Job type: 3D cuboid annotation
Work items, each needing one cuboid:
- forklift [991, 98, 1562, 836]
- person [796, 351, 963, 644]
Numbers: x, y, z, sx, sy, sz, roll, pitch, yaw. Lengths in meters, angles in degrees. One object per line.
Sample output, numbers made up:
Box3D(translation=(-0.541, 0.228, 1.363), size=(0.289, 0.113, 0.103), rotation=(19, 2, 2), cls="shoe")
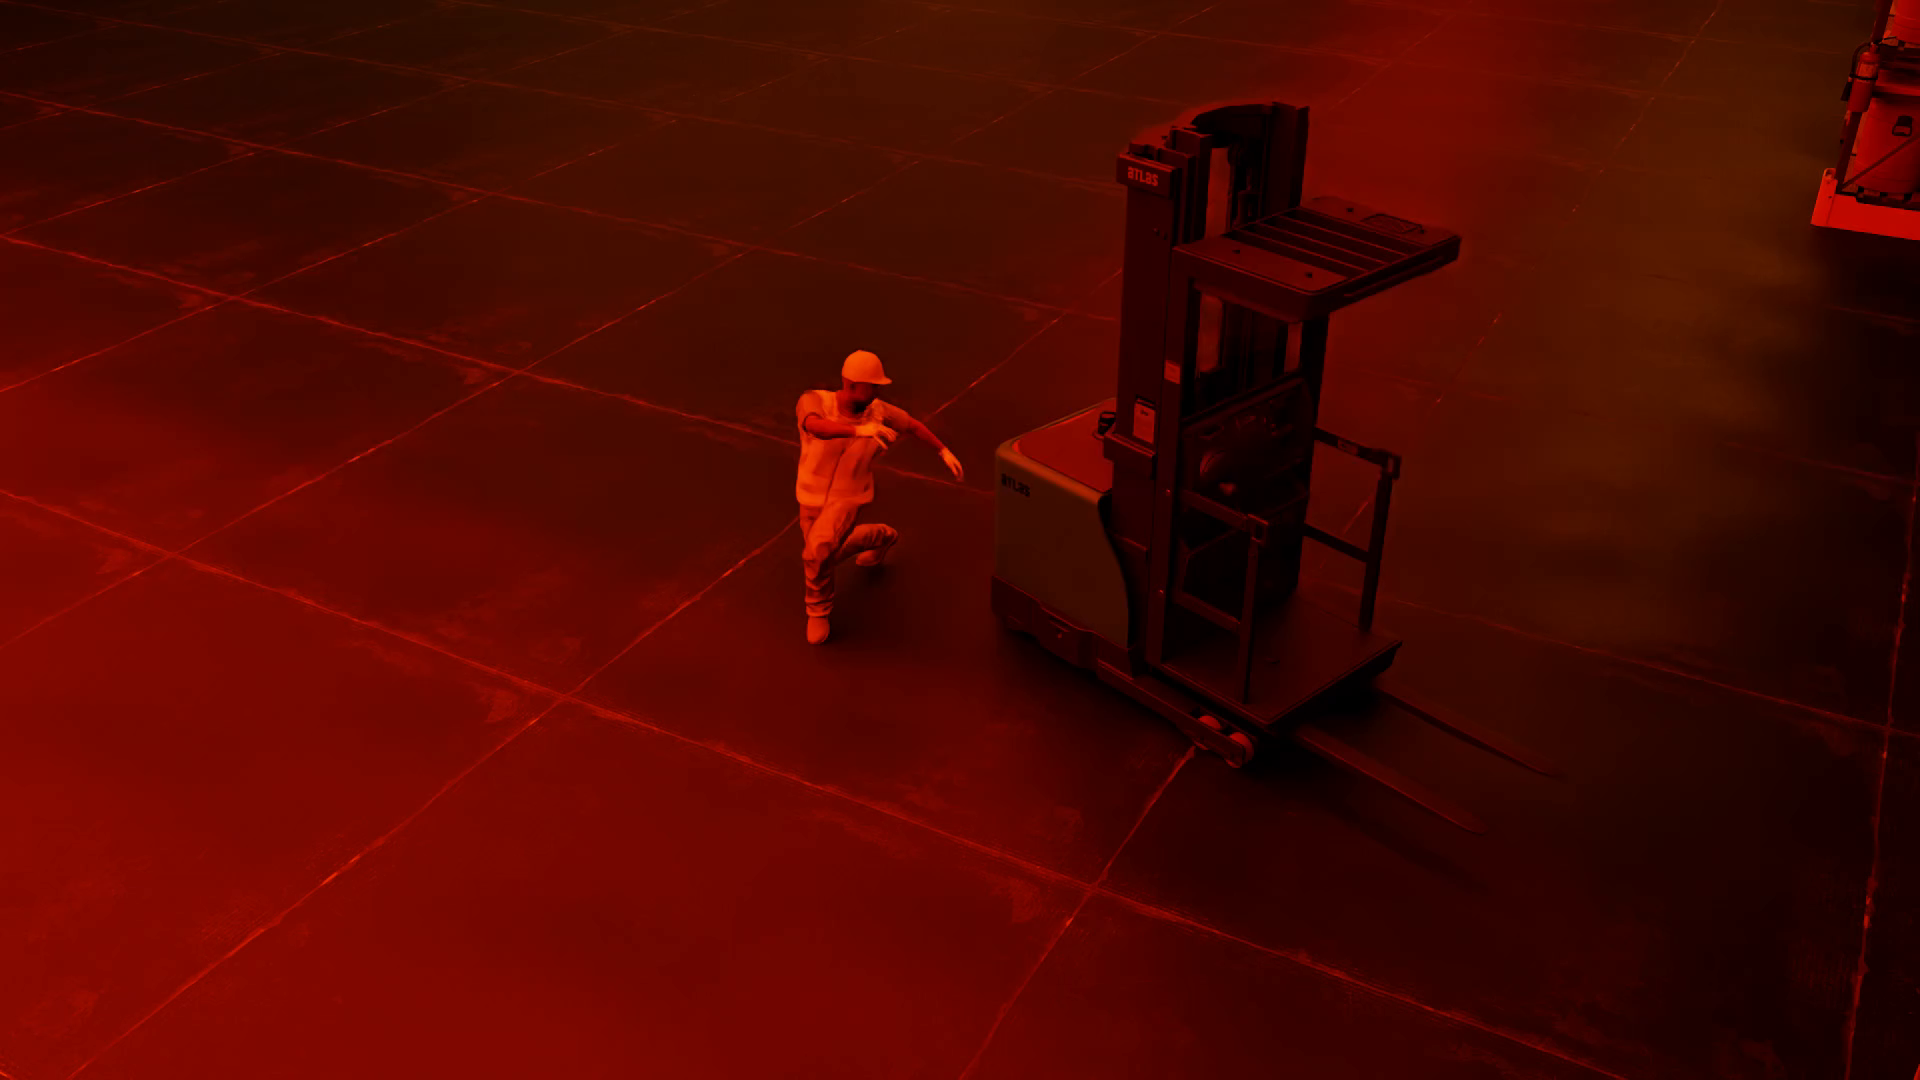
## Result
Box3D(translation=(1.529, -0.452, 7.854), size=(1.130, 2.935, 3.031), rotation=(-24, 38, -35), cls="forklift")
Box3D(translation=(-0.480, -0.285, 9.026), size=(0.843, 1.513, 0.993), rotation=(7, 31, 12), cls="person")
